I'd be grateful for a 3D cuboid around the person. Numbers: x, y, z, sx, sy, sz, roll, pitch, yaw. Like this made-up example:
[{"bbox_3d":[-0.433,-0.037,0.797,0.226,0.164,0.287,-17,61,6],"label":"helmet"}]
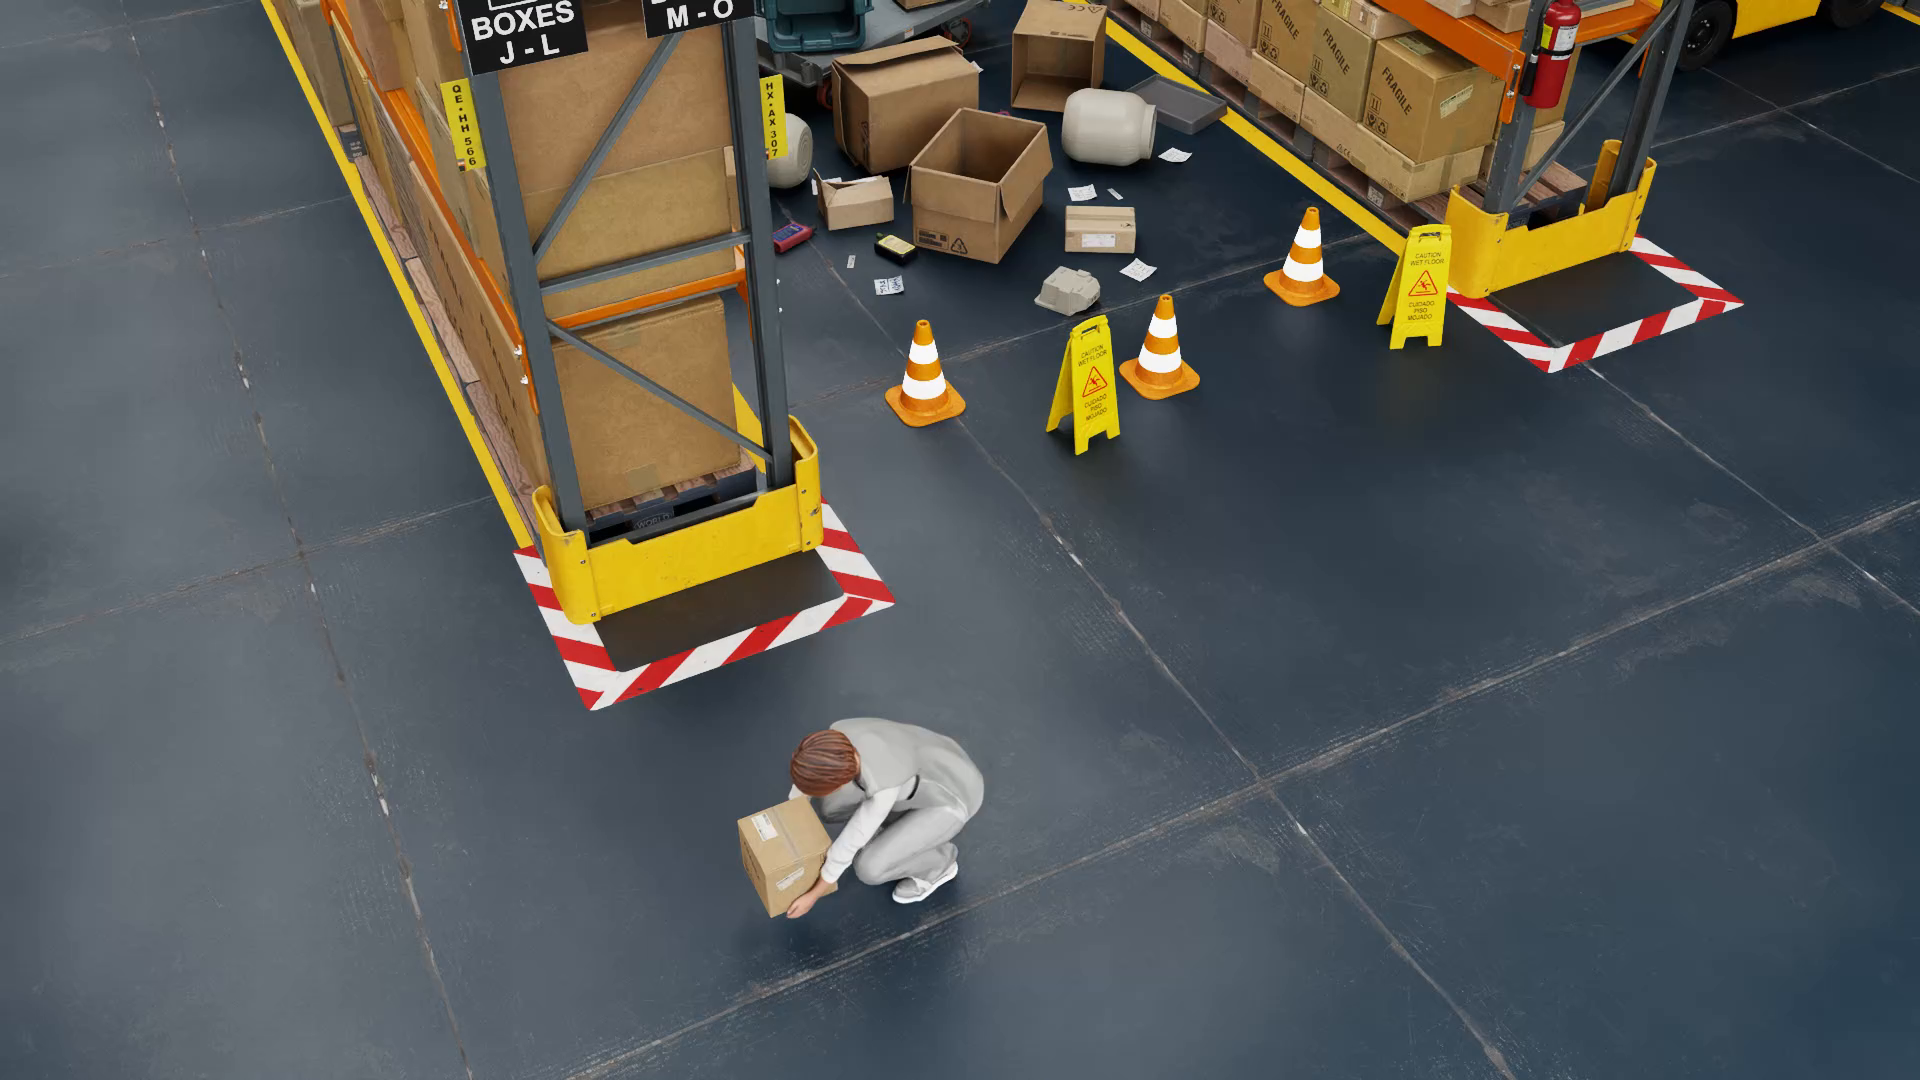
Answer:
[{"bbox_3d":[-0.290,0.881,5.704,0.833,0.909,0.419,-20,46,-21],"label":"person"}]
